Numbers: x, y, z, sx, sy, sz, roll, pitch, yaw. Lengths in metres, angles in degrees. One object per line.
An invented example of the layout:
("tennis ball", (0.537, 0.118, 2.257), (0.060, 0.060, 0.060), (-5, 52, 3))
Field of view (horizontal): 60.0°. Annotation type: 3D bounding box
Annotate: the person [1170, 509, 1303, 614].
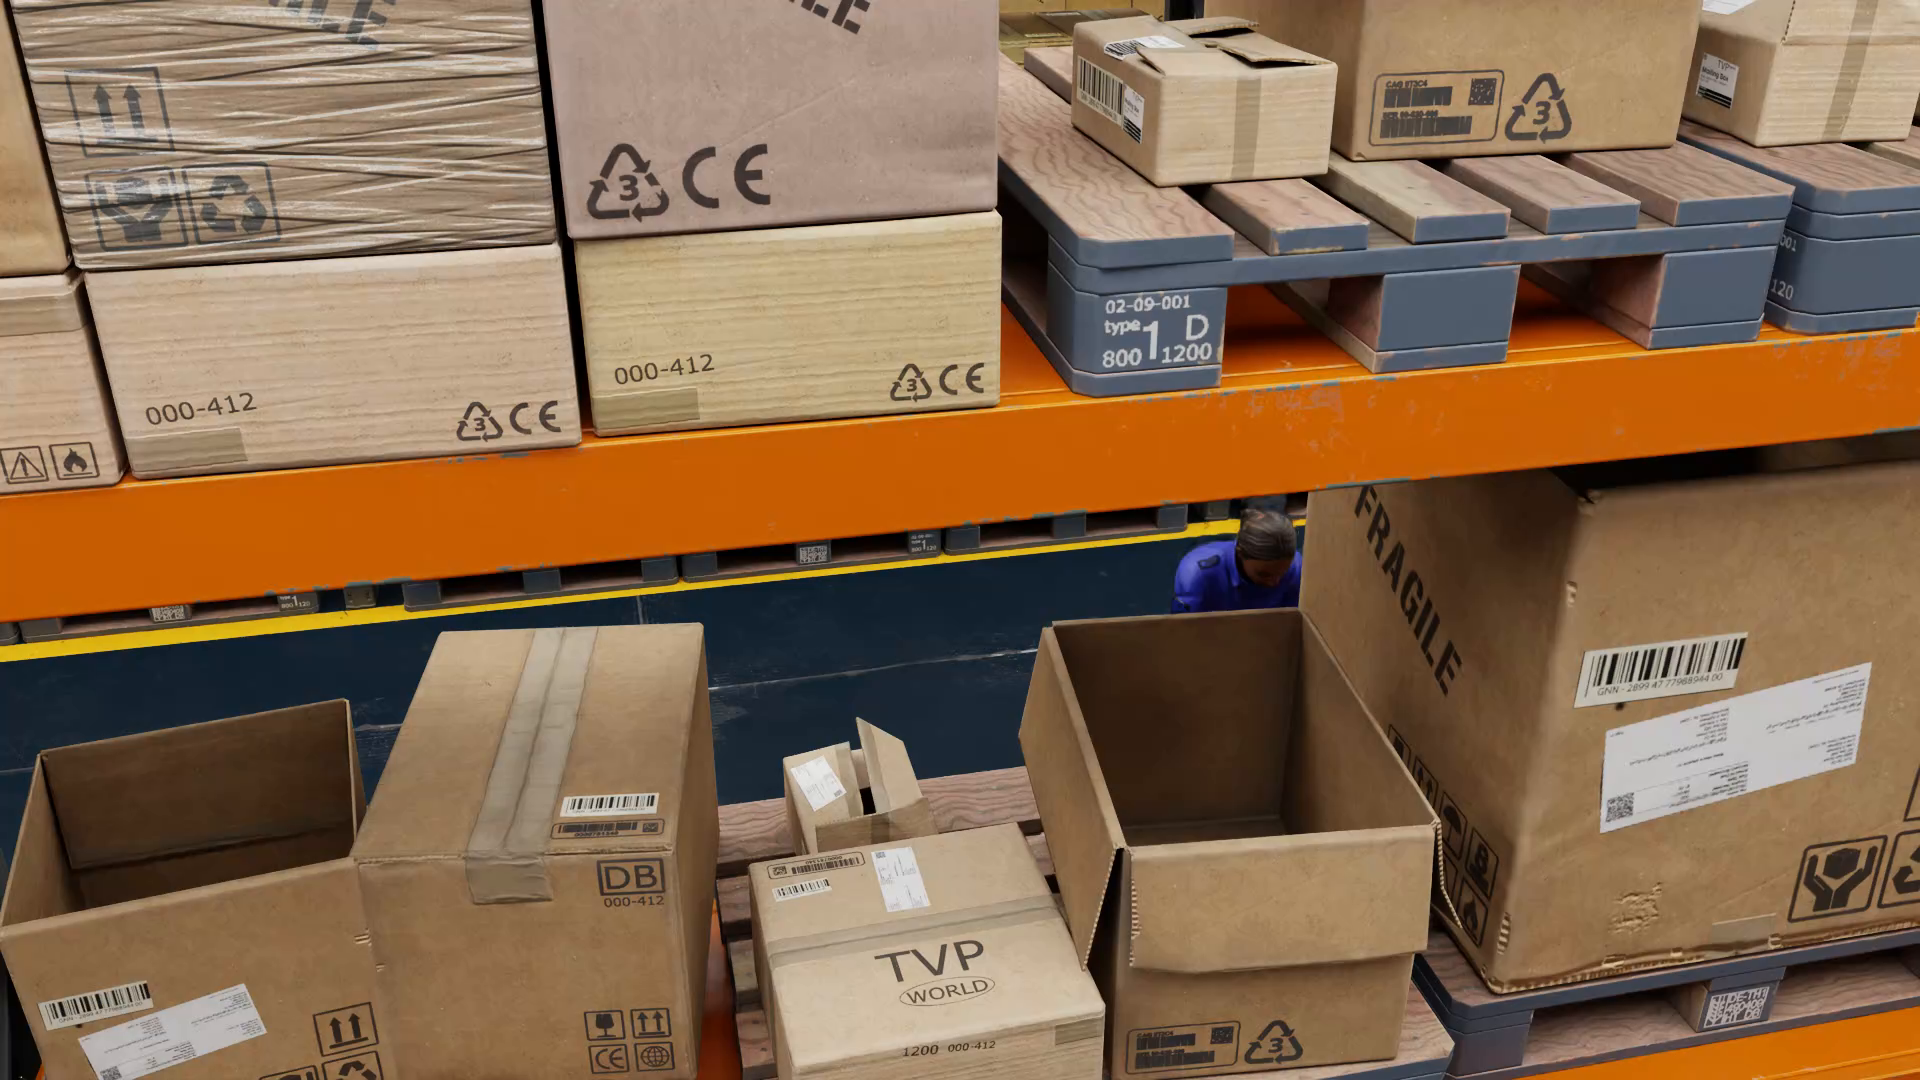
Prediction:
("person", (0.868, 0.498, 5.369), (0.490, 1.465, 0.556), (-6, 27, -11))
